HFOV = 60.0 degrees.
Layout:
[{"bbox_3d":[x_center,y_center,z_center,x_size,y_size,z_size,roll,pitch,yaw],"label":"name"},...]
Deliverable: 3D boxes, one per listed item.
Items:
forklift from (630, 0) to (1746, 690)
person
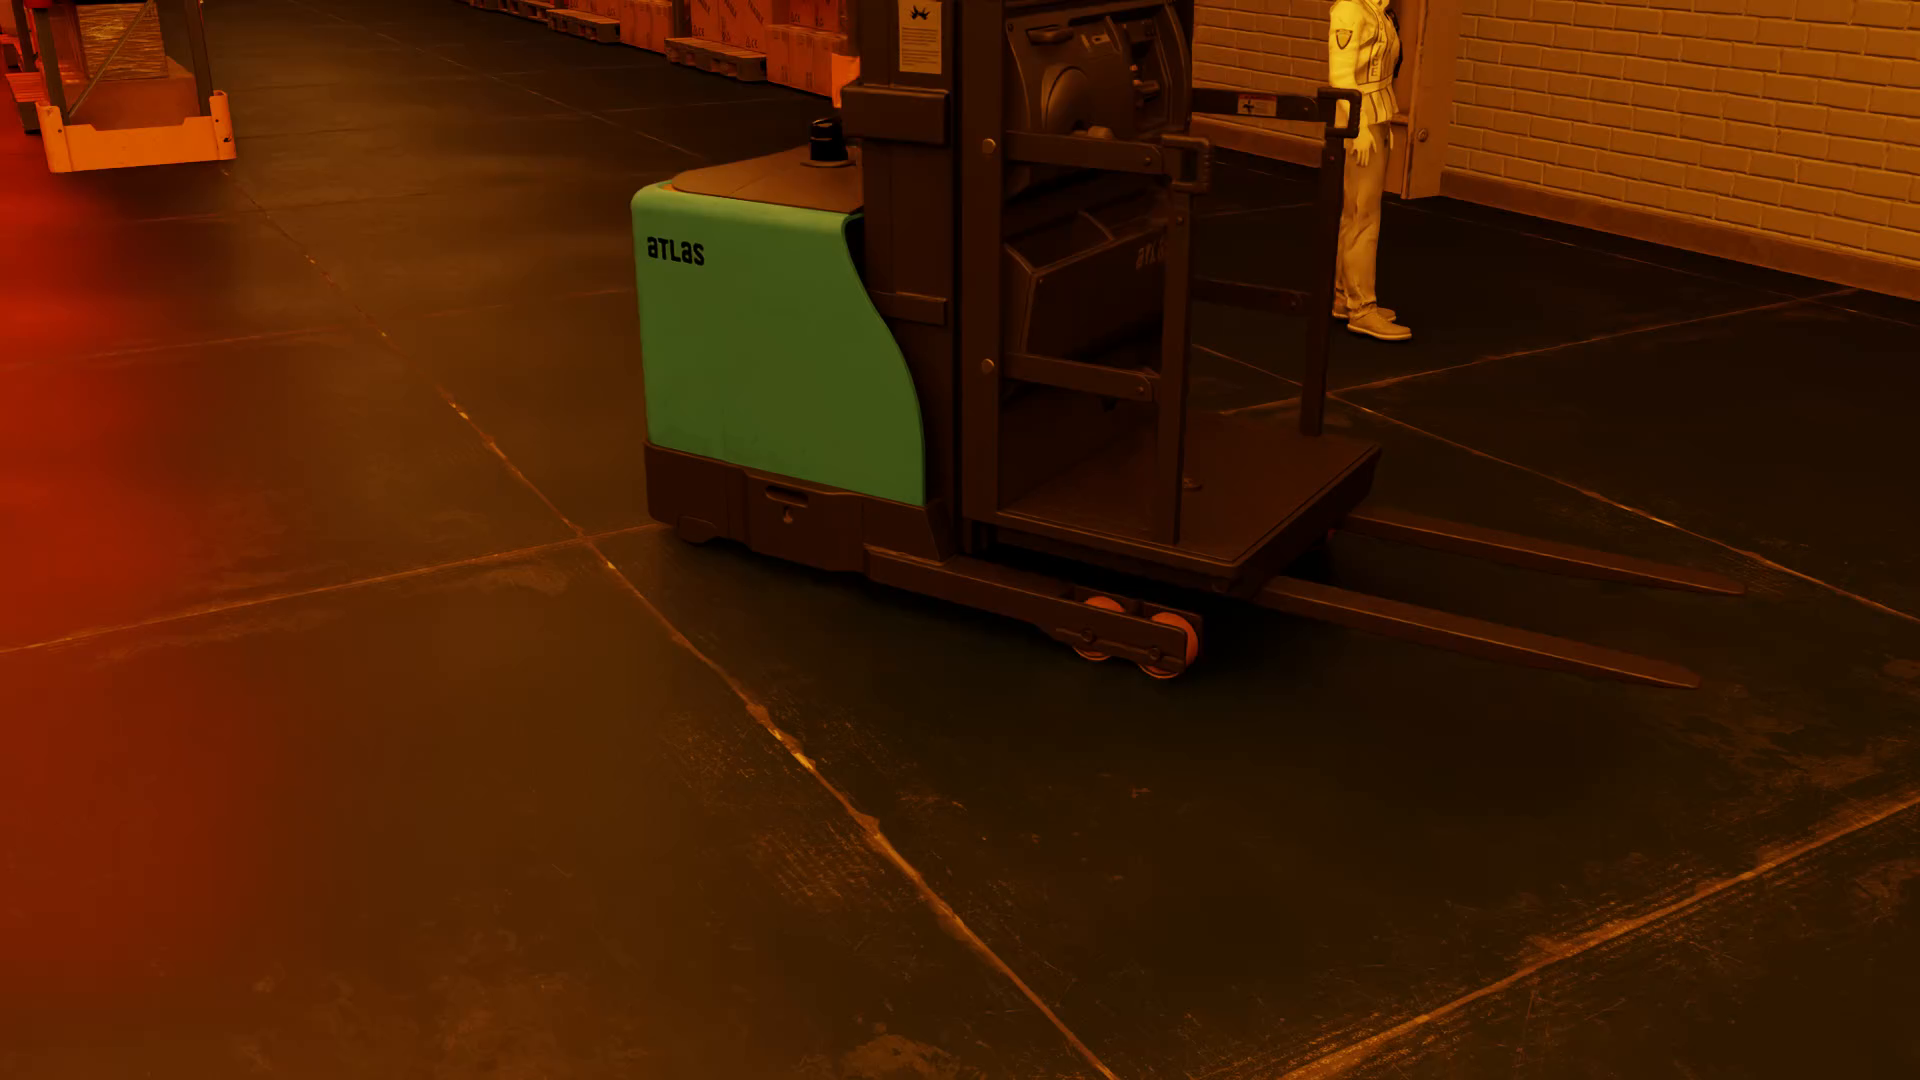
[{"bbox_3d":[0.554,-1.230,4.270,3.031,2.935,1.130,13,26,29],"label":"forklift"},{"bbox_3d":[1.812,-1.773,7.204,0.533,1.694,0.584,10,24,22],"label":"person"}]
